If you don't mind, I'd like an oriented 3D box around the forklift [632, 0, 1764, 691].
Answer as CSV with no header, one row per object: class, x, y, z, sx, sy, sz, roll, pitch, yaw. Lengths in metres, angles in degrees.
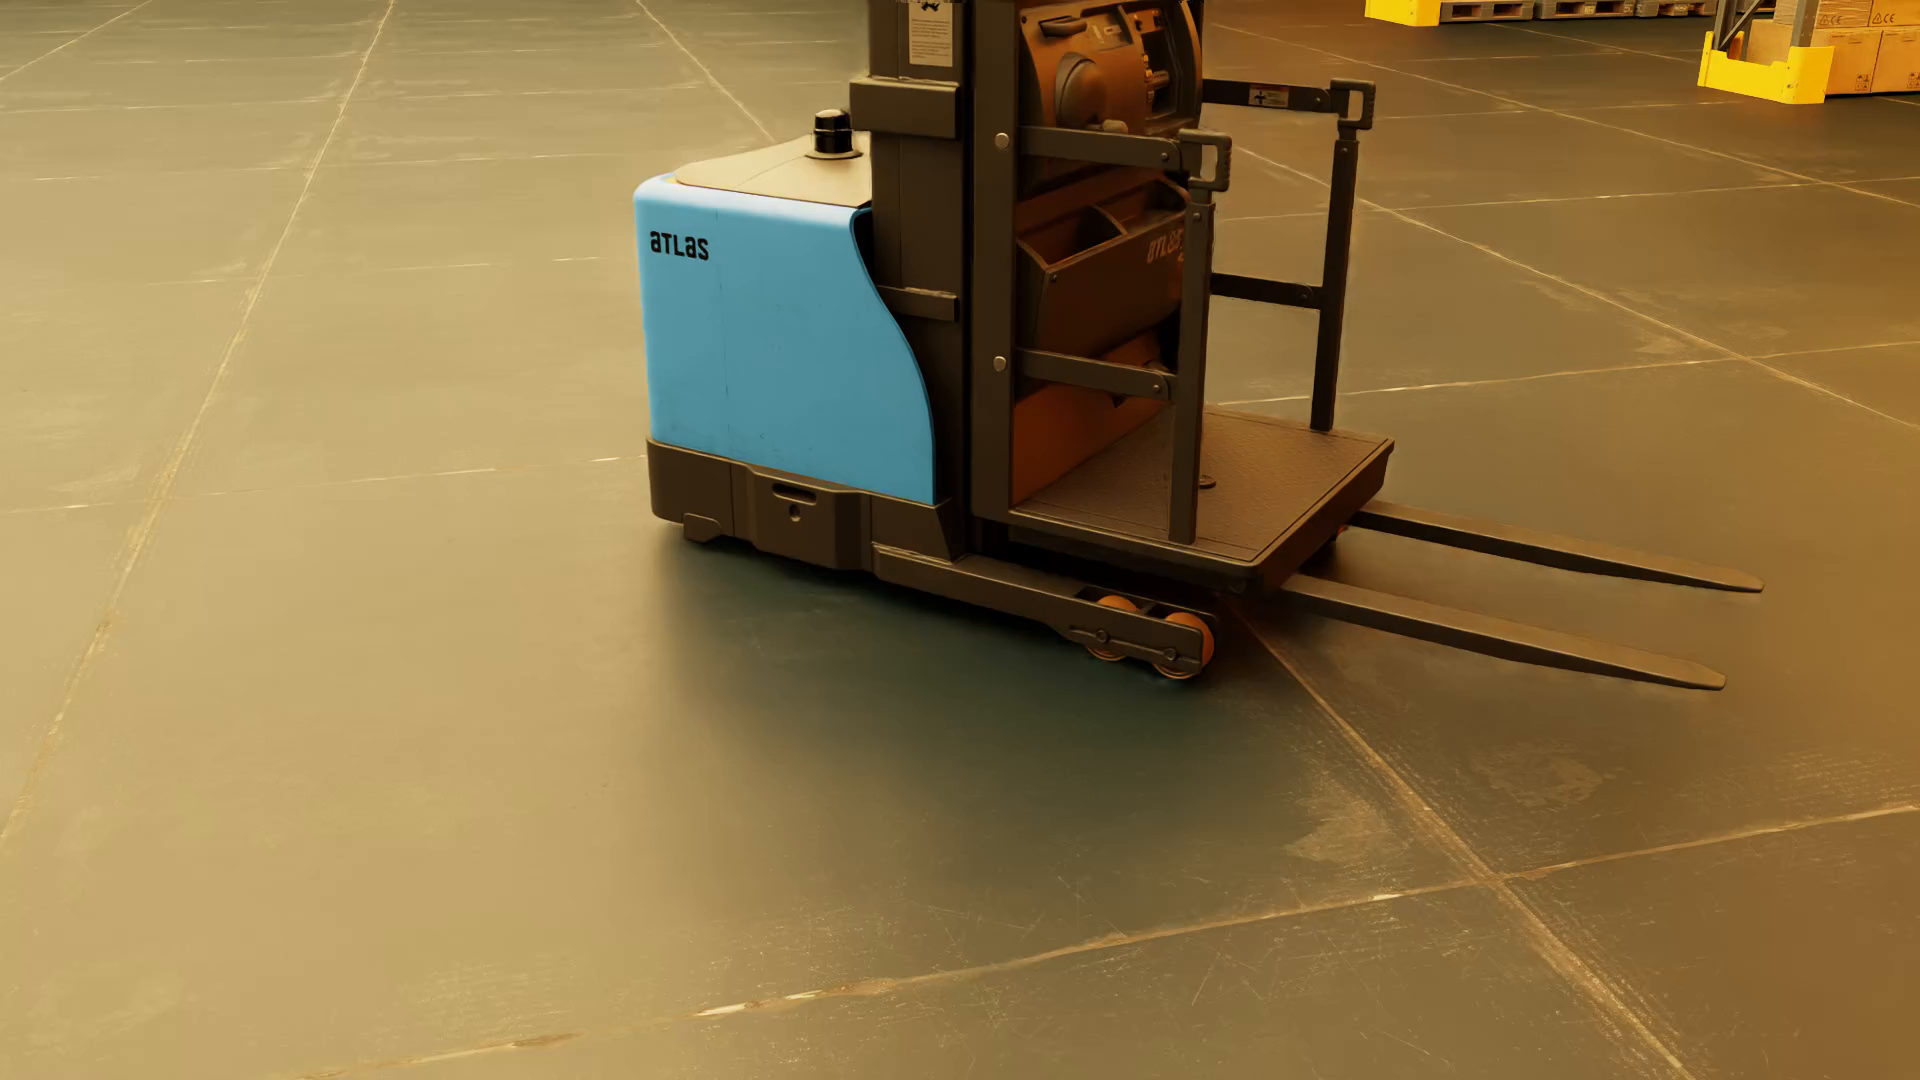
forklift,0.580,-1.232,4.206,3.031,2.935,1.130,13,27,29
